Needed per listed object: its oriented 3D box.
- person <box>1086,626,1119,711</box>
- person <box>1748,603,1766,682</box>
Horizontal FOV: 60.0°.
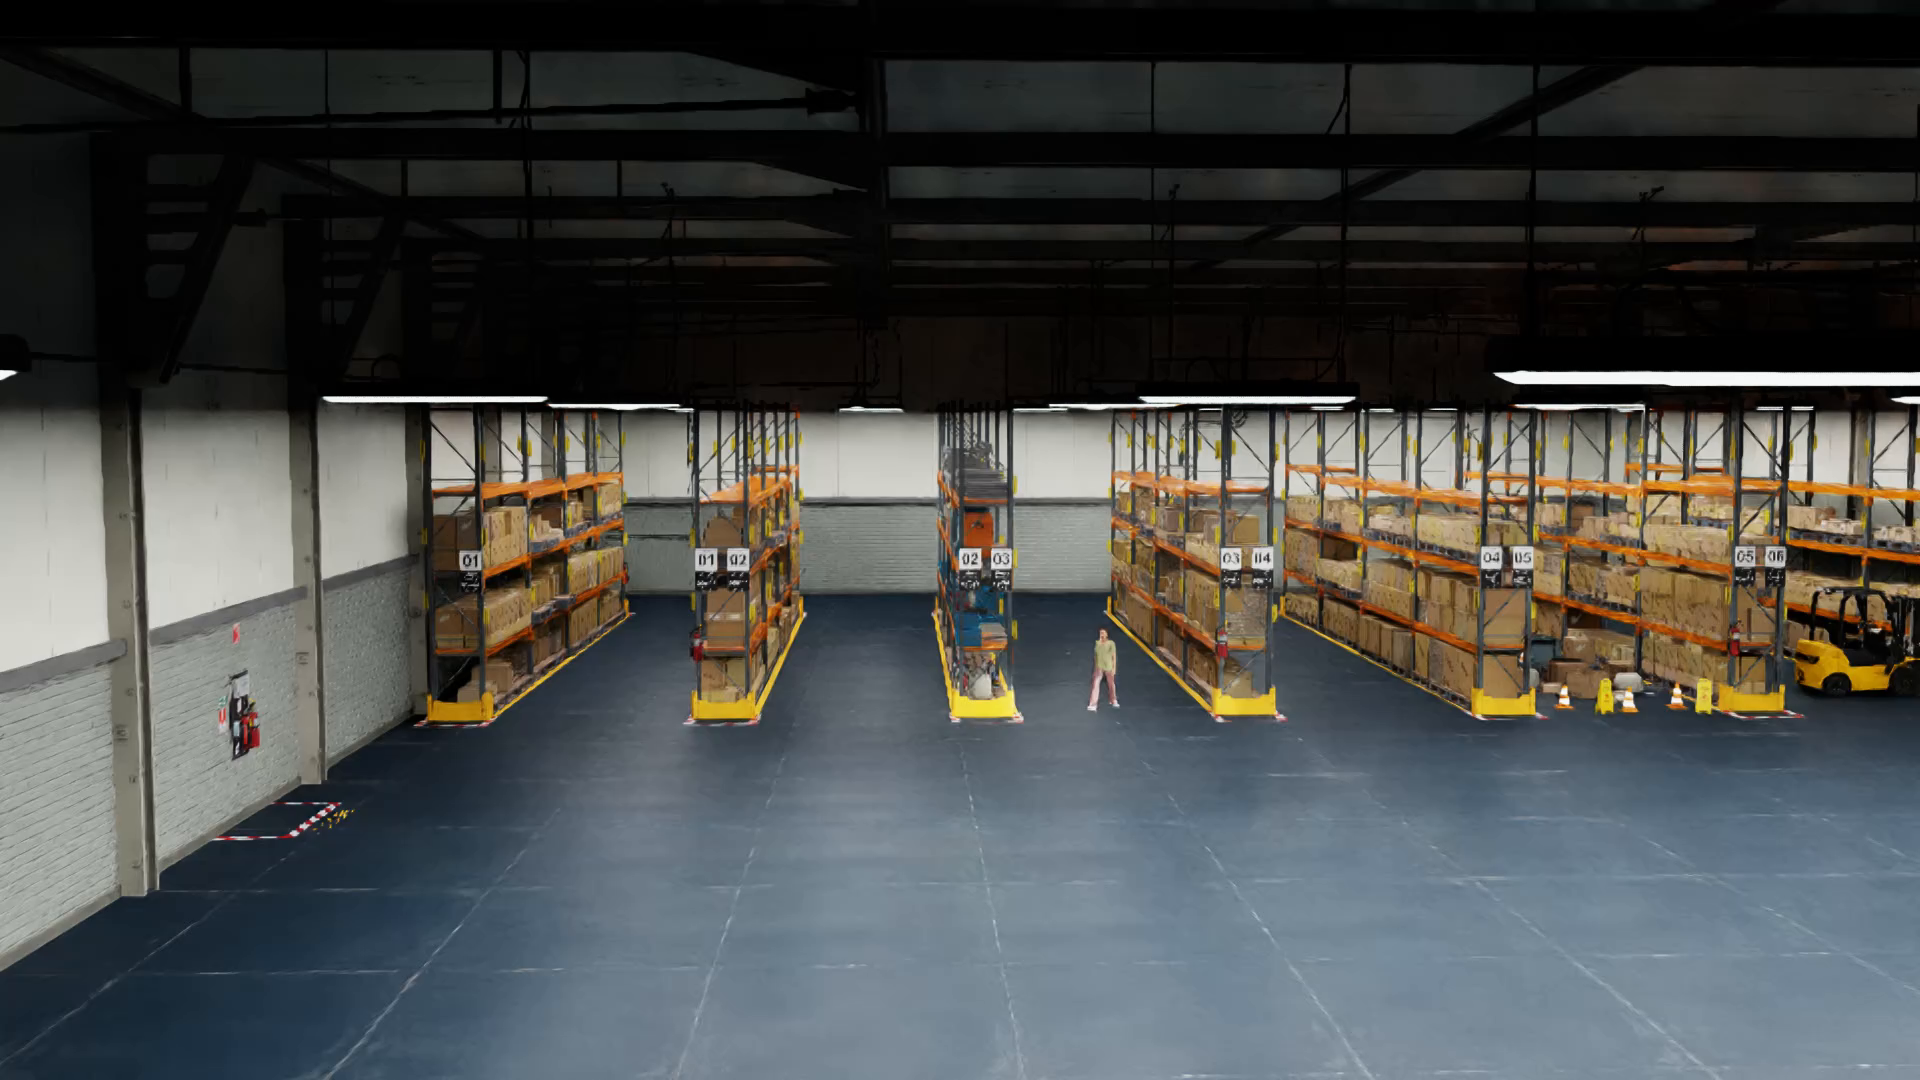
[{"bbox_3d":[2.785,2.472,32.141,0.482,1.621,0.949,2,5,21],"label":"person"},{"bbox_3d":[16.964,2.151,35.590,0.576,1.708,0.626,2,5,30],"label":"person"}]
